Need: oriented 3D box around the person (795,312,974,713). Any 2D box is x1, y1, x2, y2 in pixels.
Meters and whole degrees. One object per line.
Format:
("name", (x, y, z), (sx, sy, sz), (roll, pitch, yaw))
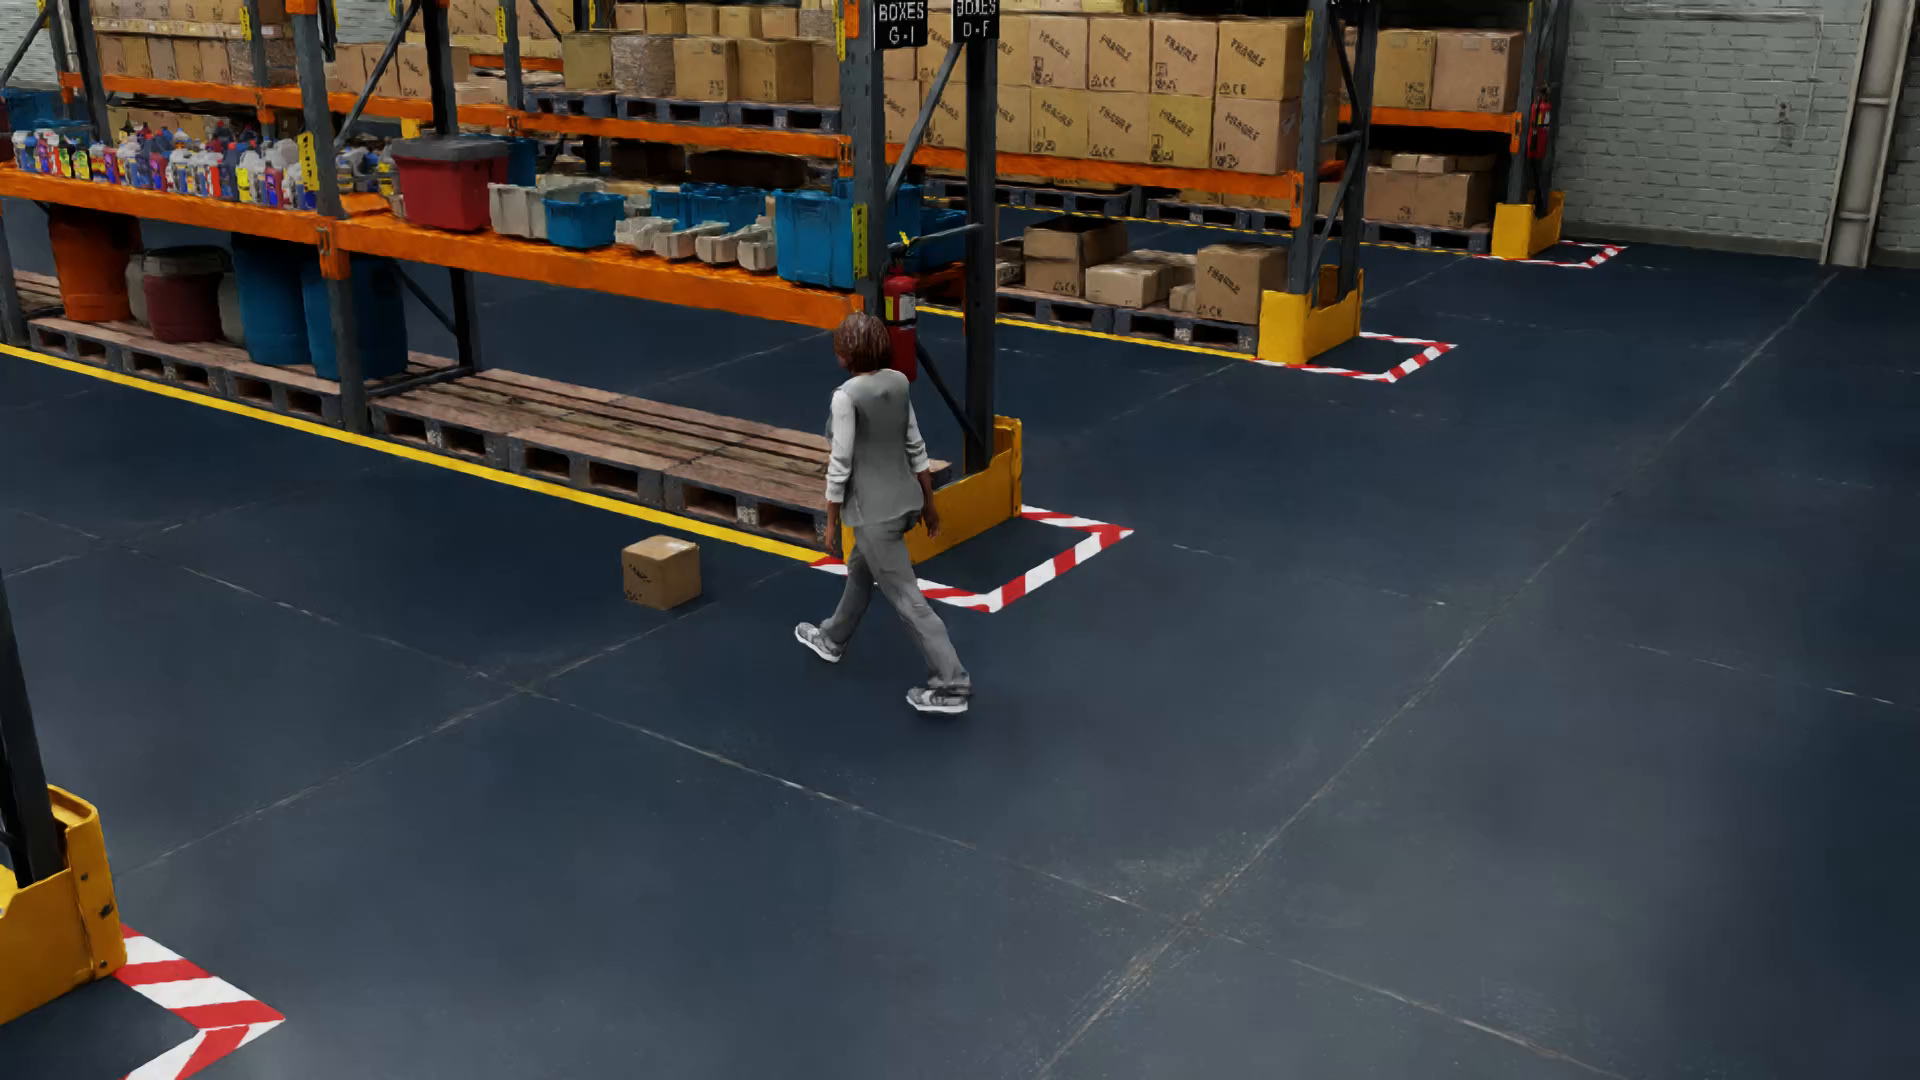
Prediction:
("person", (-0.360, -0.122, 6.460), (1.009, 1.502, 0.428), (13, 24, 32))
